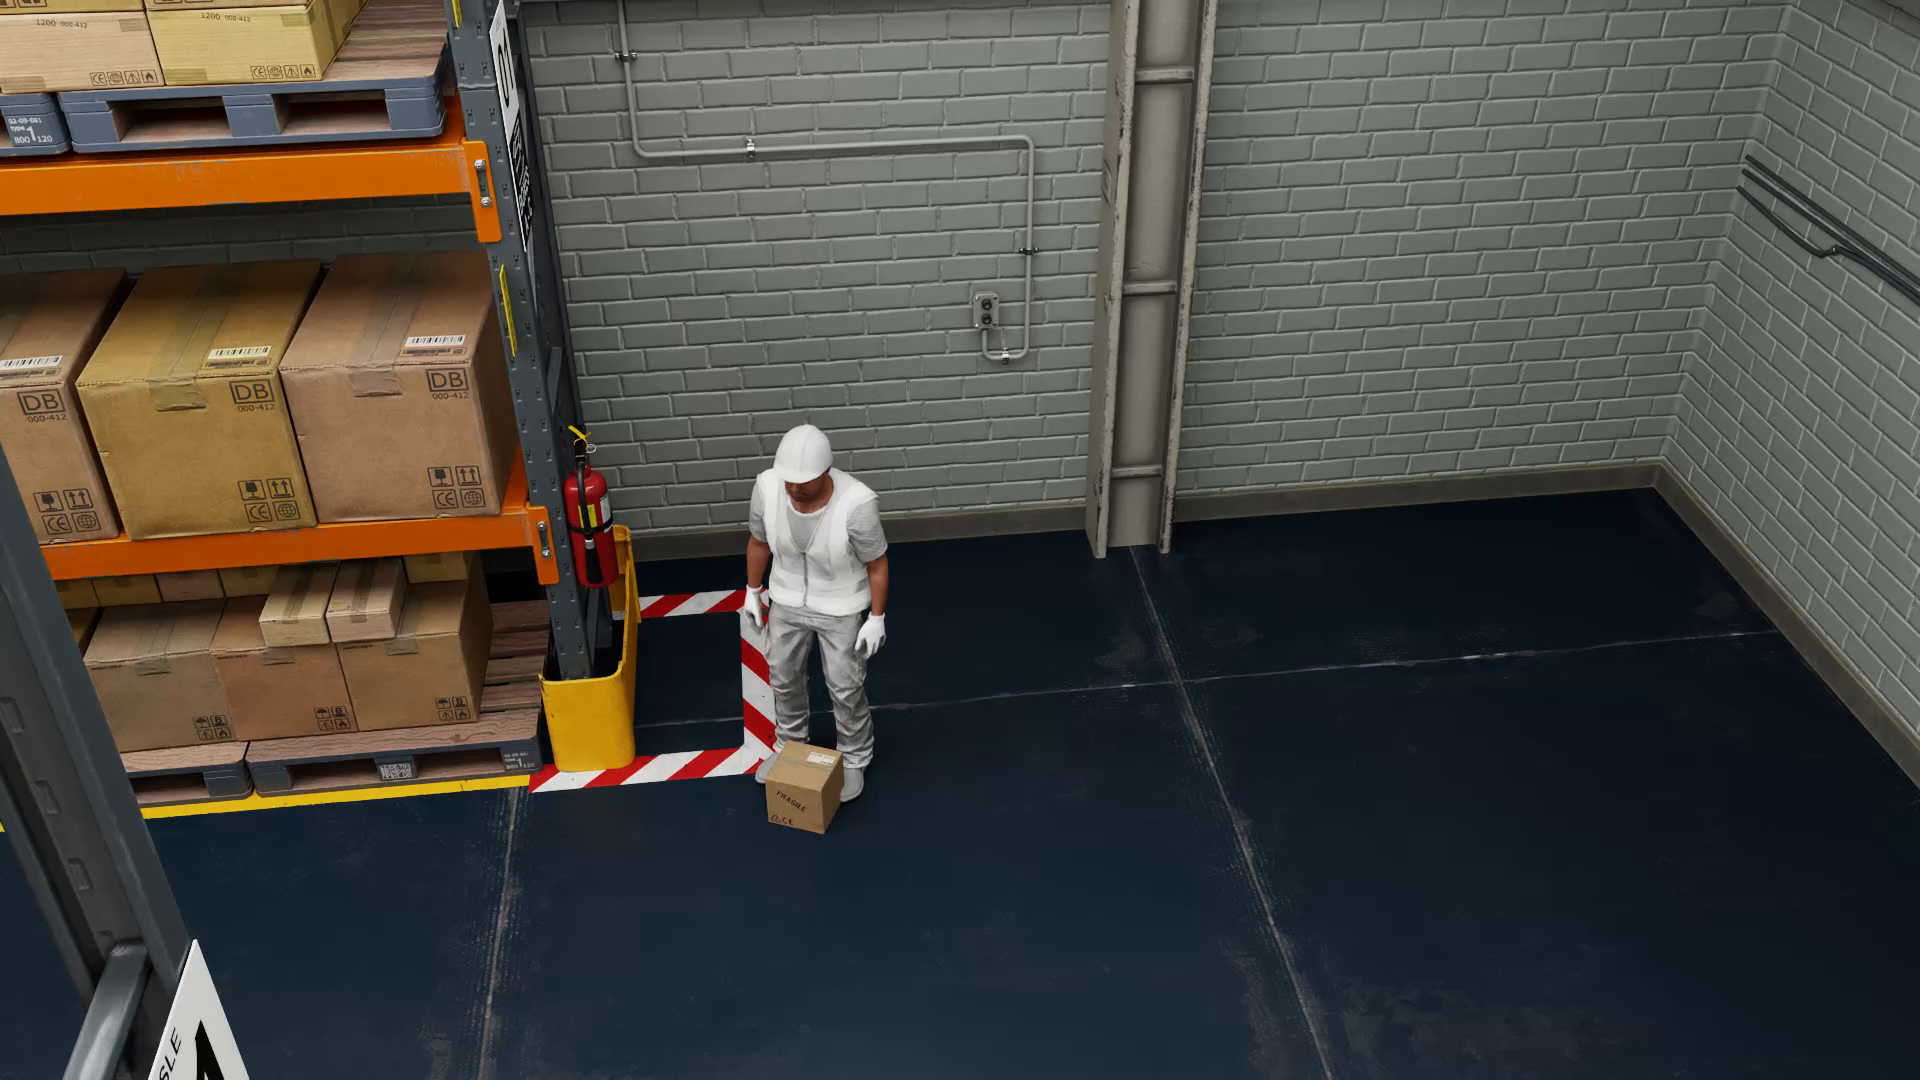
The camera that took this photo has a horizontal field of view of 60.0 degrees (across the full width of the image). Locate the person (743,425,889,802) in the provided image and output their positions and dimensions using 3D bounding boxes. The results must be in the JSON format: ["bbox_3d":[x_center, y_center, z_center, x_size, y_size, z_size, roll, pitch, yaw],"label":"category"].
[{"bbox_3d":[-0.587,0.279,6.728,0.614,1.773,0.449,11,36,15],"label":"person"}]
